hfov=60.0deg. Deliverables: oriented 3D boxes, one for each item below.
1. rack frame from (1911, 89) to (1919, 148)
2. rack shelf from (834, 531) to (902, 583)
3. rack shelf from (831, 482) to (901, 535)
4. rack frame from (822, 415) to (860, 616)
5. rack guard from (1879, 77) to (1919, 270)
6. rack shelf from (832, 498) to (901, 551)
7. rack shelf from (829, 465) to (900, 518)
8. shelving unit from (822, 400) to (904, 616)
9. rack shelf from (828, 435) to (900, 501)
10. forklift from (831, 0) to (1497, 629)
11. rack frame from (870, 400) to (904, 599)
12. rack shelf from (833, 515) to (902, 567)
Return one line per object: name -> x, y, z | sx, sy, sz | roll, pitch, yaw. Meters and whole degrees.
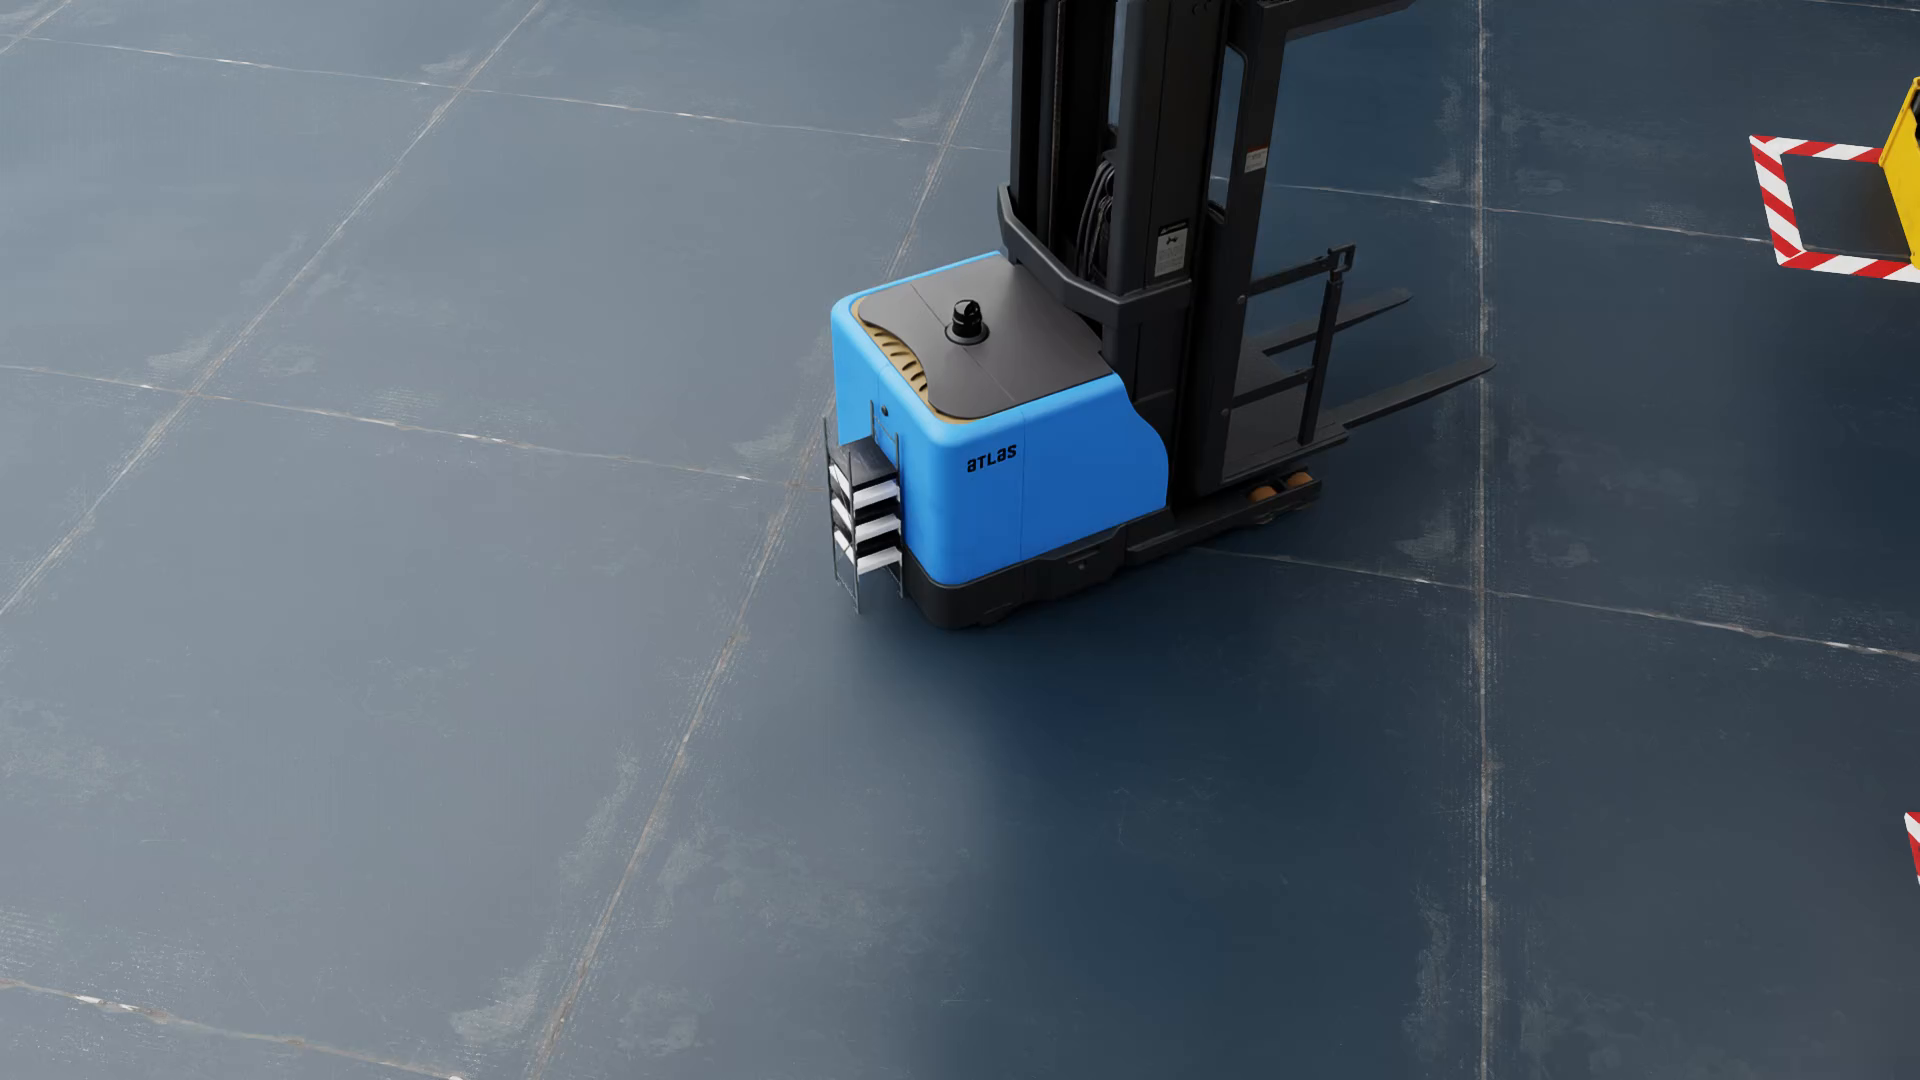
rack frame -> 5.197, -2.863, 8.022 | 0.127, 3.000, 1.000 | 9, 45, 9
rack shelf -> -0.382, 0.037, 6.830 | 0.200, 0.077, 0.258 | -20, 47, -20
rack shelf -> -0.382, -0.157, 6.643 | 0.200, 0.077, 0.258 | -20, 47, -20
rack frame -> -0.472, -0.083, 6.647 | 0.006, 0.900, 0.240 | -20, 47, -20
rack guard -> 5.271, -1.951, 8.877 | 0.348, 0.500, 1.175 | 9, 45, 9
rack shelf -> -0.382, -0.092, 6.705 | 0.200, 0.077, 0.258 | -20, 47, -20
rack shelf -> -0.382, -0.222, 6.580 | 0.200, 0.077, 0.258 | -20, 47, -20
shelving unit -> -0.382, -0.116, 6.682 | 0.210, 0.900, 0.258 | -20, 47, -20
rack shelf -> -0.382, -0.287, 6.518 | 0.200, 0.077, 0.258 | -20, 47, -20
forklift -> 1.012, -1.430, 6.583 | 3.031, 2.935, 1.130 | -20, 47, -20
rack frame -> -0.293, -0.149, 6.716 | 0.006, 0.900, 0.240 | -20, 47, -20
rack shelf -> -0.382, -0.027, 6.767 | 0.200, 0.077, 0.258 | -20, 47, -20
